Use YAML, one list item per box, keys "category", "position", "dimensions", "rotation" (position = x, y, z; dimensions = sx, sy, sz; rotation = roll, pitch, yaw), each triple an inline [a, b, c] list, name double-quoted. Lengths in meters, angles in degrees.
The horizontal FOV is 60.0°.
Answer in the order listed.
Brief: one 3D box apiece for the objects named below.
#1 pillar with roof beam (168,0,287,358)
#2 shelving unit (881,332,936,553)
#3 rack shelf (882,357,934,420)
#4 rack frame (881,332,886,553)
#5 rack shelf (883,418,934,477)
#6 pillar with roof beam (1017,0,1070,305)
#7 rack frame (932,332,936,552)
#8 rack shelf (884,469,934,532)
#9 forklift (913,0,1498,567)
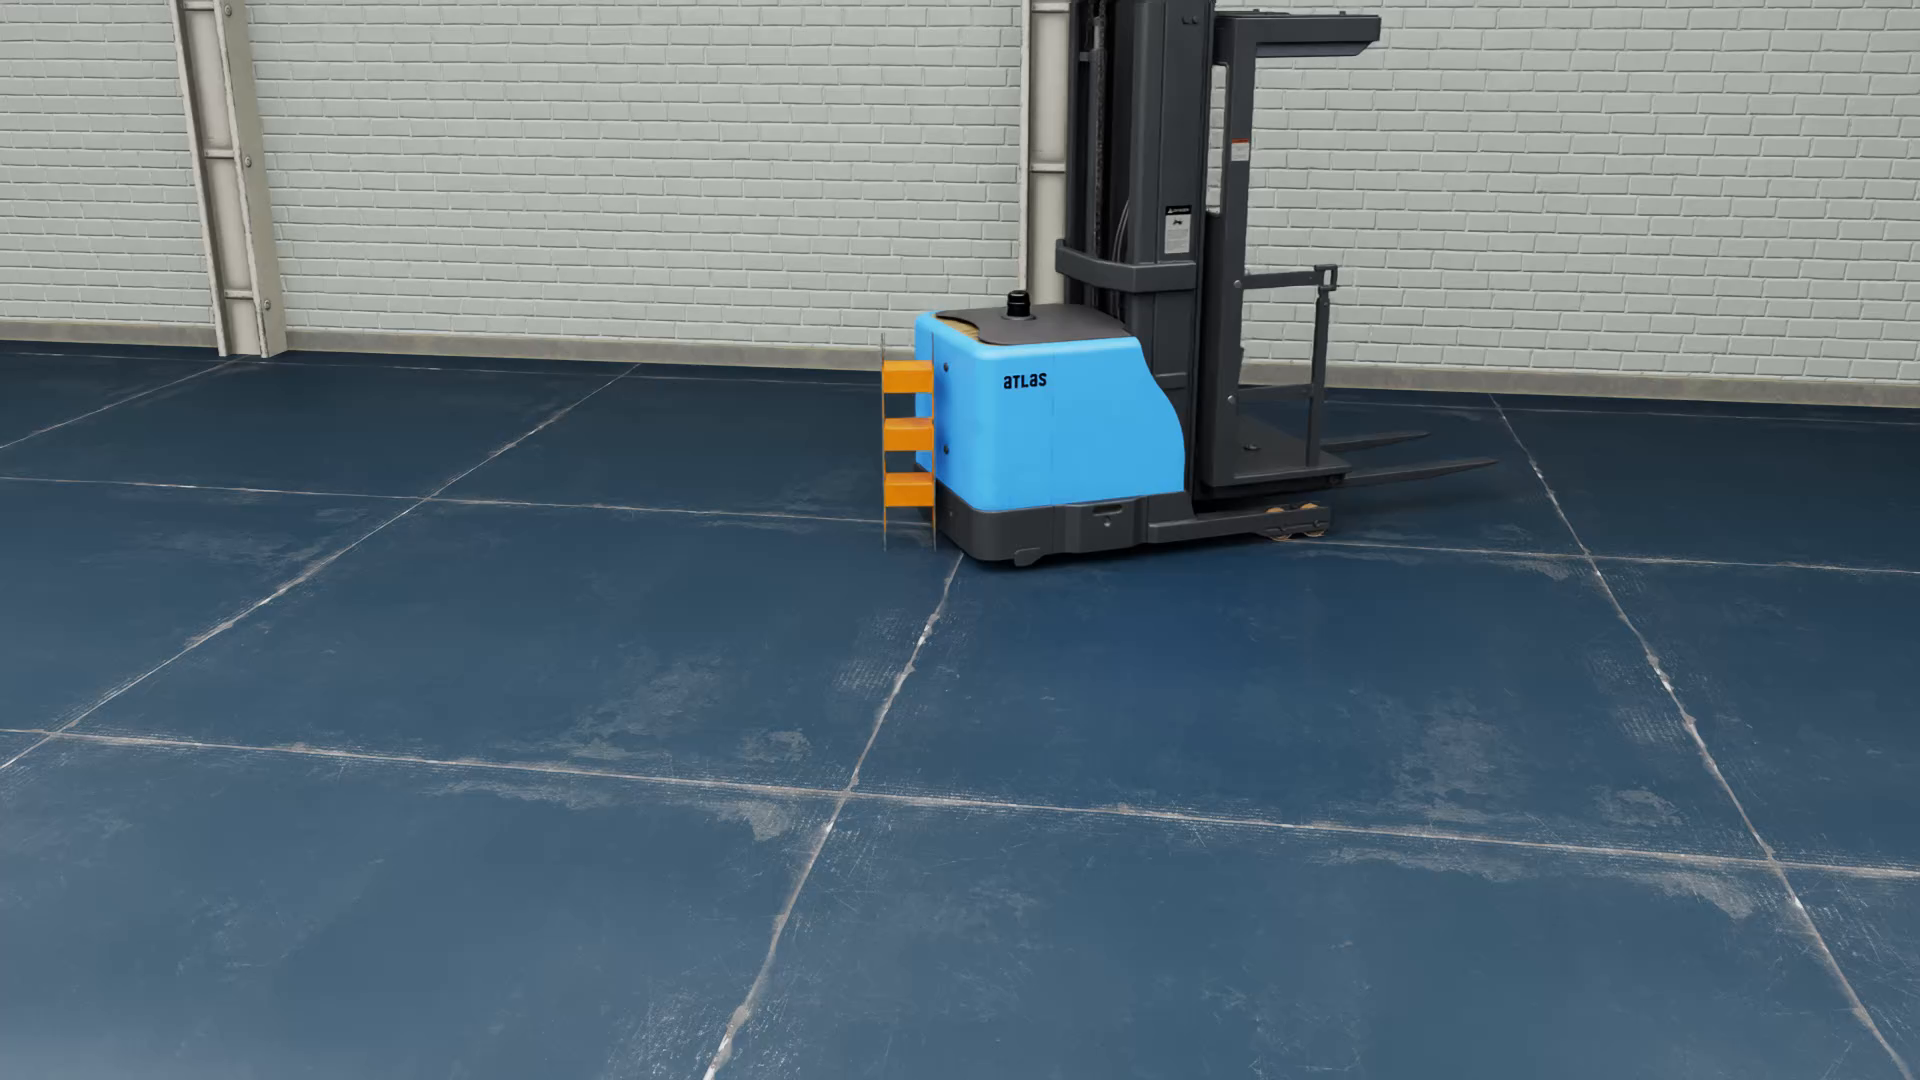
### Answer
- category: "pillar with roof beam"
  position: [-5.996, -4.331, 7.066]
  dimensions: [0.400, 9.000, 9.100]
  rotation: [3, 19, 9]
- category: "shelving unit"
  position: [-0.249, -0.468, 8.048]
  dimensions: [0.252, 1.050, 0.215]
  rotation: [-1, 19, -2]
- category: "rack shelf"
  position: [-0.249, -0.727, 7.962]
  dimensions: [0.240, 0.259, 0.215]
  rotation: [-1, 19, -2]
- category: "rack frame"
  position: [-0.371, -0.467, 8.043]
  dimensions: [0.008, 1.050, 0.200]
  rotation: [-1, 19, -2]
- category: "rack shelf"
  position: [-0.249, -0.458, 8.052]
  dimensions: [0.240, 0.259, 0.215]
  rotation: [-1, 19, -2]
- category: "pillar with roof beam"
  position: [-0.071, -4.029, 6.164]
  dimensions: [0.400, 9.000, 9.100]
  rotation: [3, 19, 9]
- category: "rack frame"
  position: [-0.128, -0.470, 8.053]
  dimensions: [0.008, 1.050, 0.200]
  rotation: [-1, 19, -2]
- category: "rack shelf"
  position: [-0.249, -0.195, 8.140]
  dimensions: [0.240, 0.259, 0.215]
  rotation: [-1, 19, -2]
- category: "forklift"
  position: [1.331, -1.533, 8.265]
  dimensions: [3.031, 2.935, 1.130]
  rotation: [-7, 20, -19]
